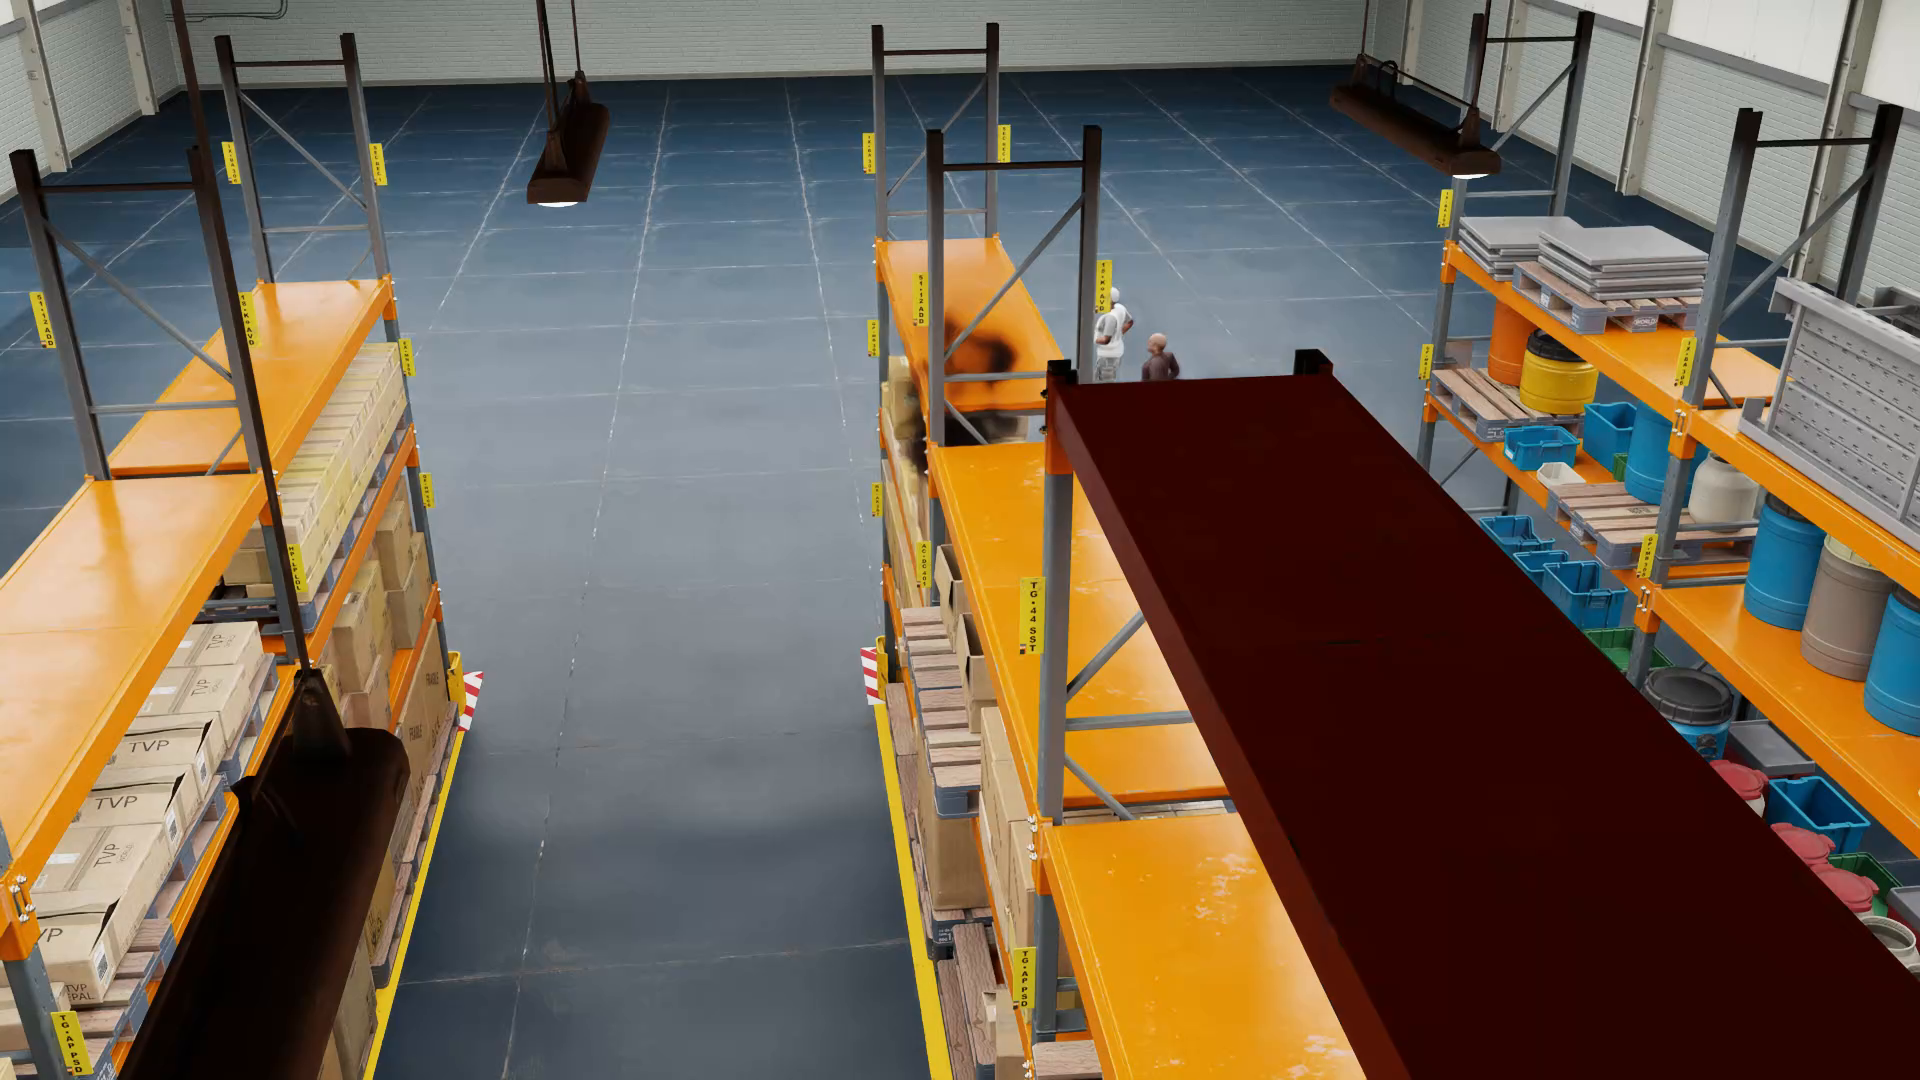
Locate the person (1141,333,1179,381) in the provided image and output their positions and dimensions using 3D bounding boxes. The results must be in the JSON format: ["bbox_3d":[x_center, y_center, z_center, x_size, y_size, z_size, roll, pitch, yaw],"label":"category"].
[{"bbox_3d":[2.378,-1.615,19.874,0.808,1.766,0.726,10,27,19],"label":"person"}]

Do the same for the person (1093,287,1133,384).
[{"bbox_3d":[1.938,-2.392,21.416,0.913,1.780,0.701,7,26,14],"label":"person"}]

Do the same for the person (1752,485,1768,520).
[{"bbox_3d":[8.748,-0.713,18.063,0.598,1.678,0.607,8,27,16],"label":"person"}]
